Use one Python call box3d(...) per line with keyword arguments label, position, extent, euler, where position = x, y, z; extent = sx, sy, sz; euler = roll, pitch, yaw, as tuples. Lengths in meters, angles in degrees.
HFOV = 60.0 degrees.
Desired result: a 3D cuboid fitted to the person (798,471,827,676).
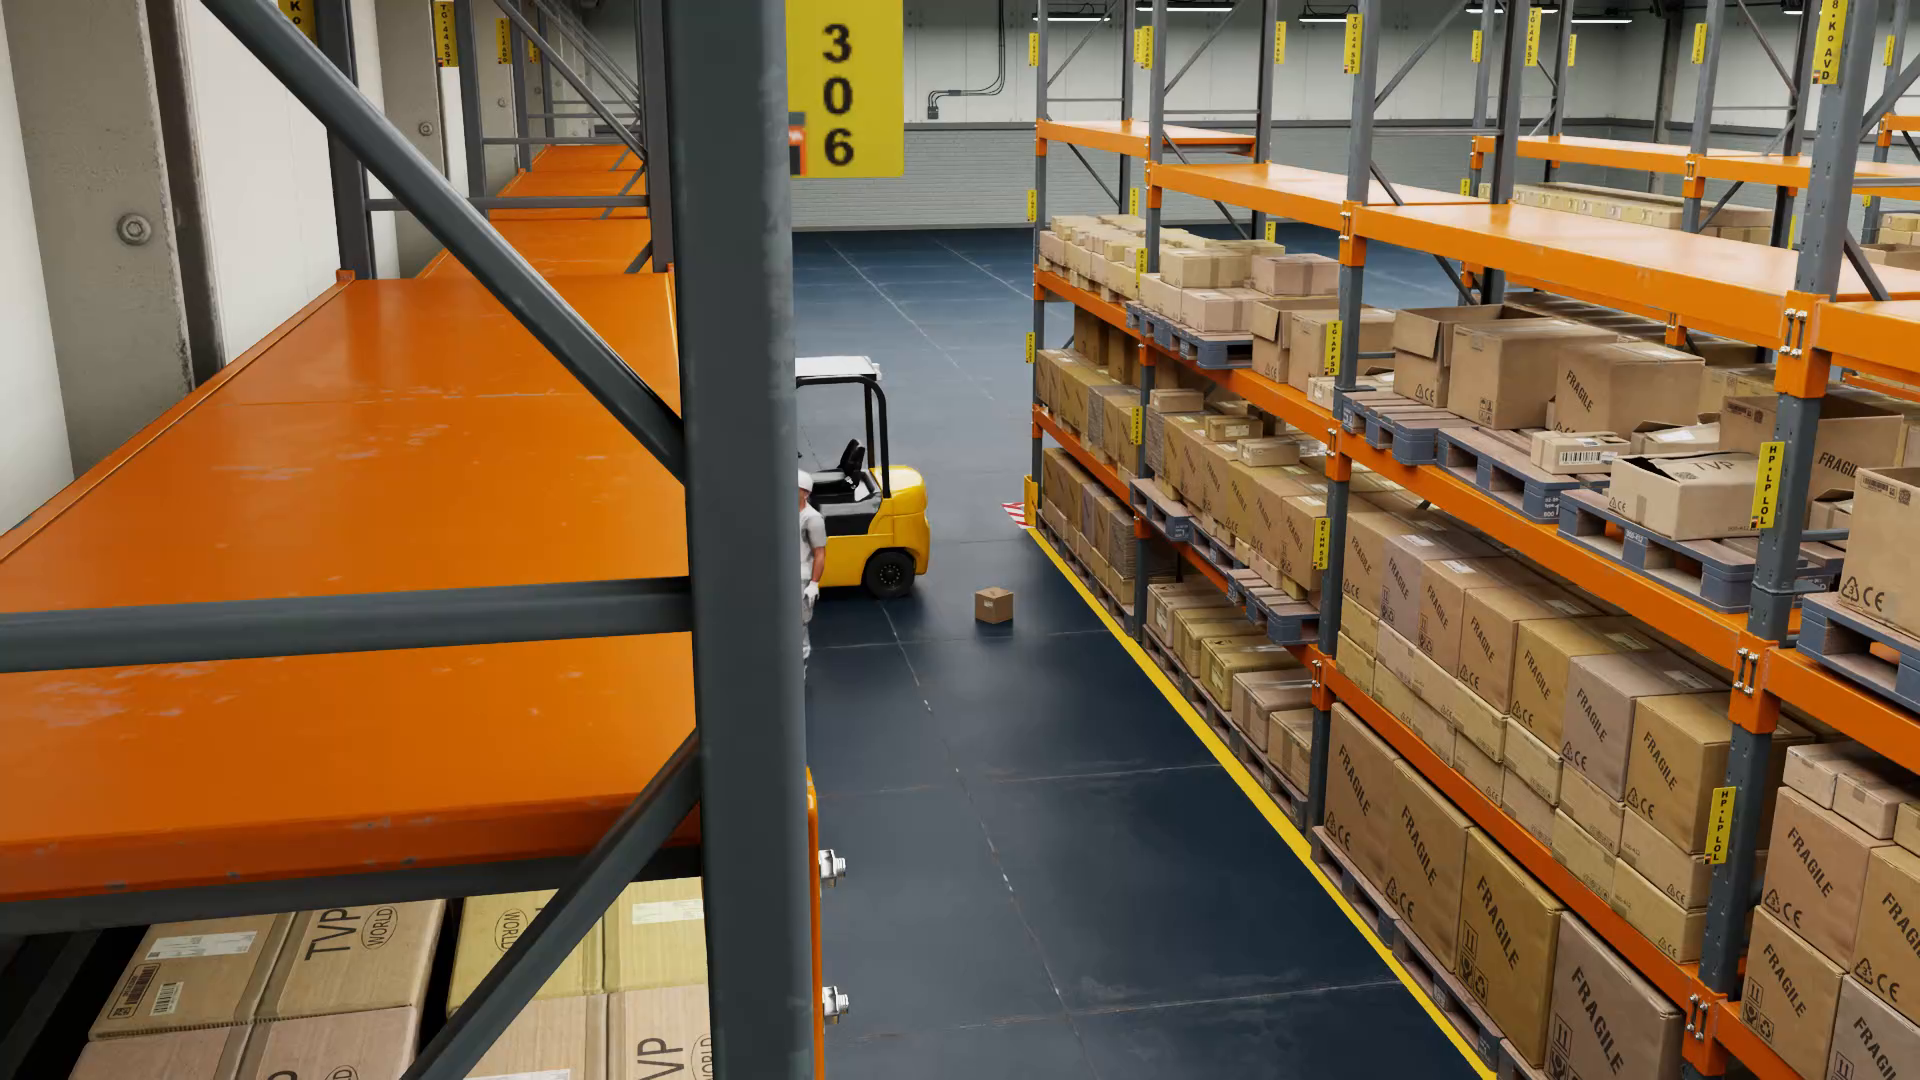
box3d(label="person", position=(-1.399, 0.335, 13.300), extent=(0.637, 1.787, 0.564), euler=(15, 22, 41))
